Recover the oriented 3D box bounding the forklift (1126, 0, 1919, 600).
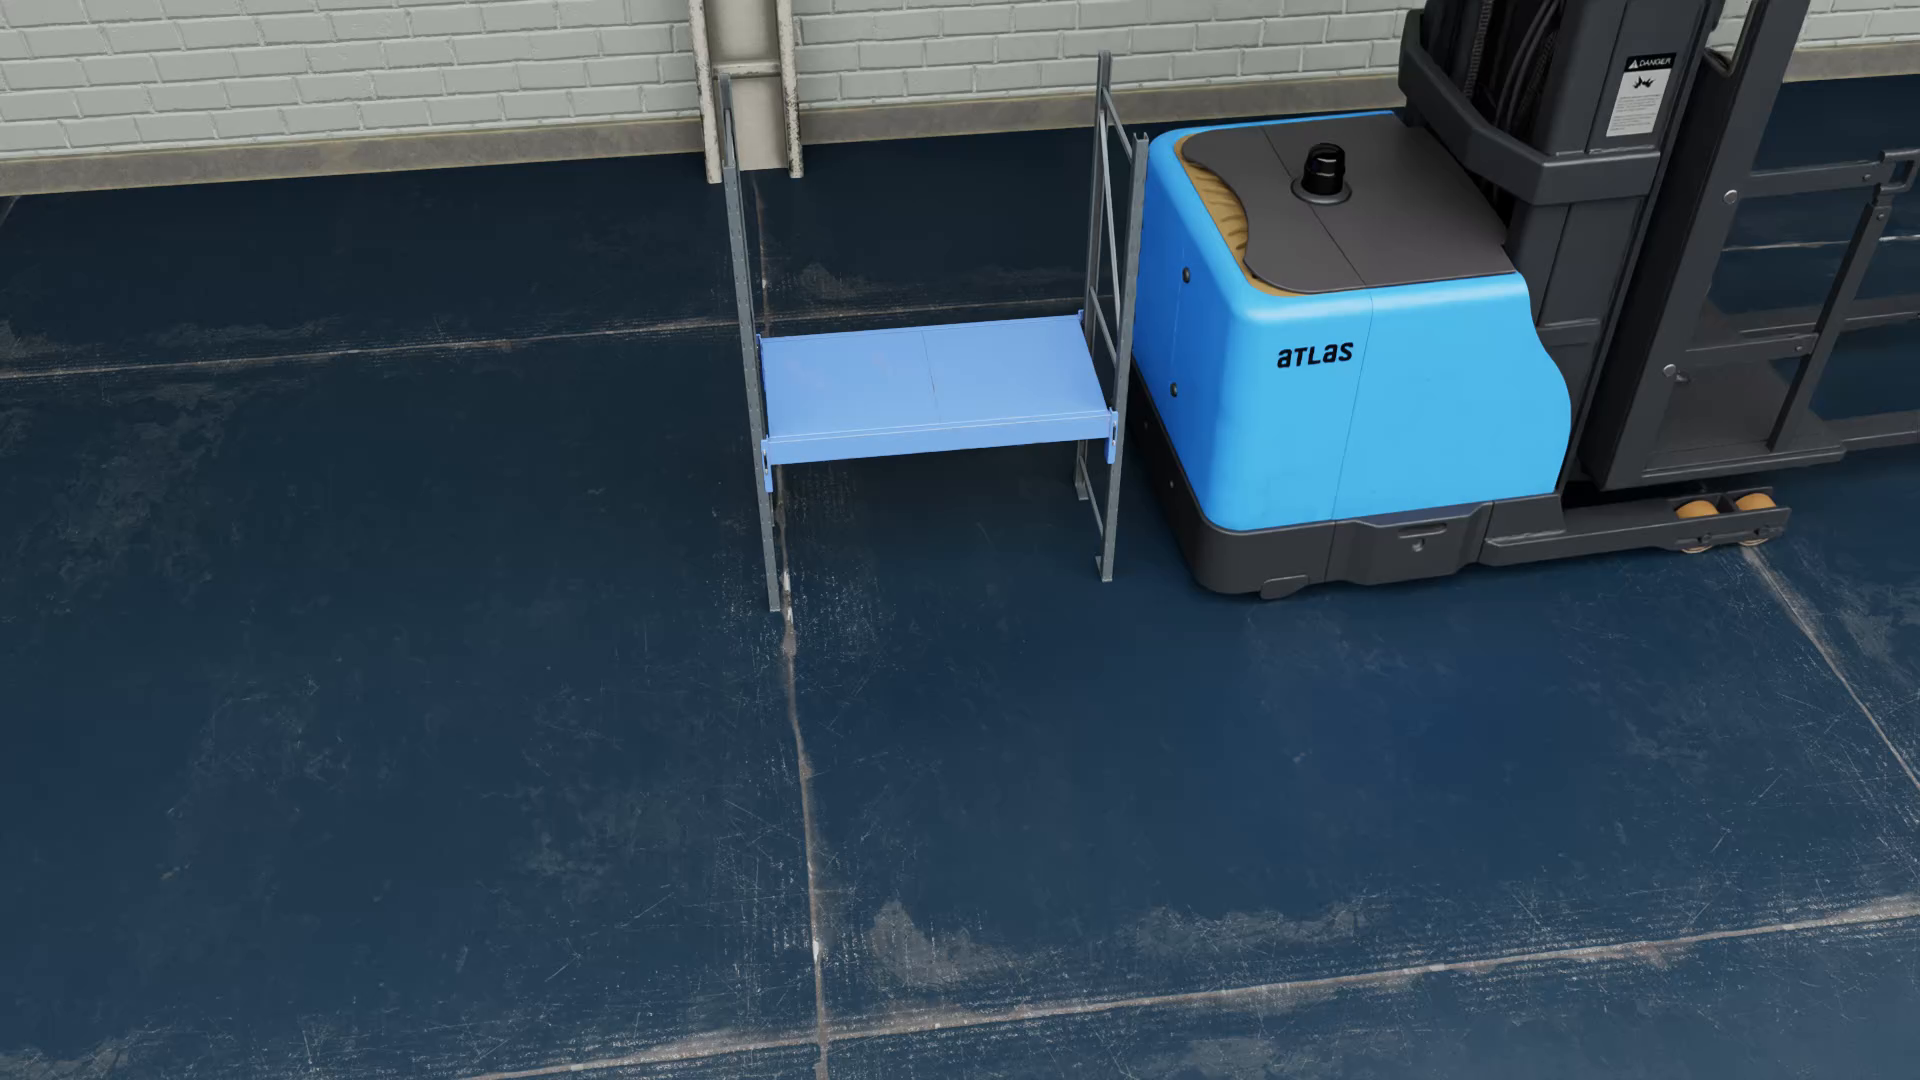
[{"bbox_3d":[2.117,-1.390,4.603,3.031,2.935,1.130,-7,43,-8],"label":"forklift"}]

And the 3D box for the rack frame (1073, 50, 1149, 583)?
[{"bbox_3d":[0.419,-0.594,4.788,0.032,1.500,0.500,-5,42,-6],"label":"rack frame"}]

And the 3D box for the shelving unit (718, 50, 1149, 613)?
[{"bbox_3d":[-0.085,-0.550,4.739,1.048,1.500,0.538,-5,42,-6],"label":"shelving unit"}]

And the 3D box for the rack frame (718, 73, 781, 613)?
[{"bbox_3d":[-0.589,-0.505,4.691,0.032,1.500,0.500,-5,42,-6],"label":"rack frame"}]

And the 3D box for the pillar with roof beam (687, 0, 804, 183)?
[{"bbox_3d":[-0.309,-2.079,0.836,0.400,9.000,9.100,-5,42,-6],"label":"pillar with roof beam"}]

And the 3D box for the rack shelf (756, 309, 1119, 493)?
[{"bbox_3d":[-0.085,-0.416,4.860,1.000,0.185,0.538,-5,42,-6],"label":"rack shelf"}]
